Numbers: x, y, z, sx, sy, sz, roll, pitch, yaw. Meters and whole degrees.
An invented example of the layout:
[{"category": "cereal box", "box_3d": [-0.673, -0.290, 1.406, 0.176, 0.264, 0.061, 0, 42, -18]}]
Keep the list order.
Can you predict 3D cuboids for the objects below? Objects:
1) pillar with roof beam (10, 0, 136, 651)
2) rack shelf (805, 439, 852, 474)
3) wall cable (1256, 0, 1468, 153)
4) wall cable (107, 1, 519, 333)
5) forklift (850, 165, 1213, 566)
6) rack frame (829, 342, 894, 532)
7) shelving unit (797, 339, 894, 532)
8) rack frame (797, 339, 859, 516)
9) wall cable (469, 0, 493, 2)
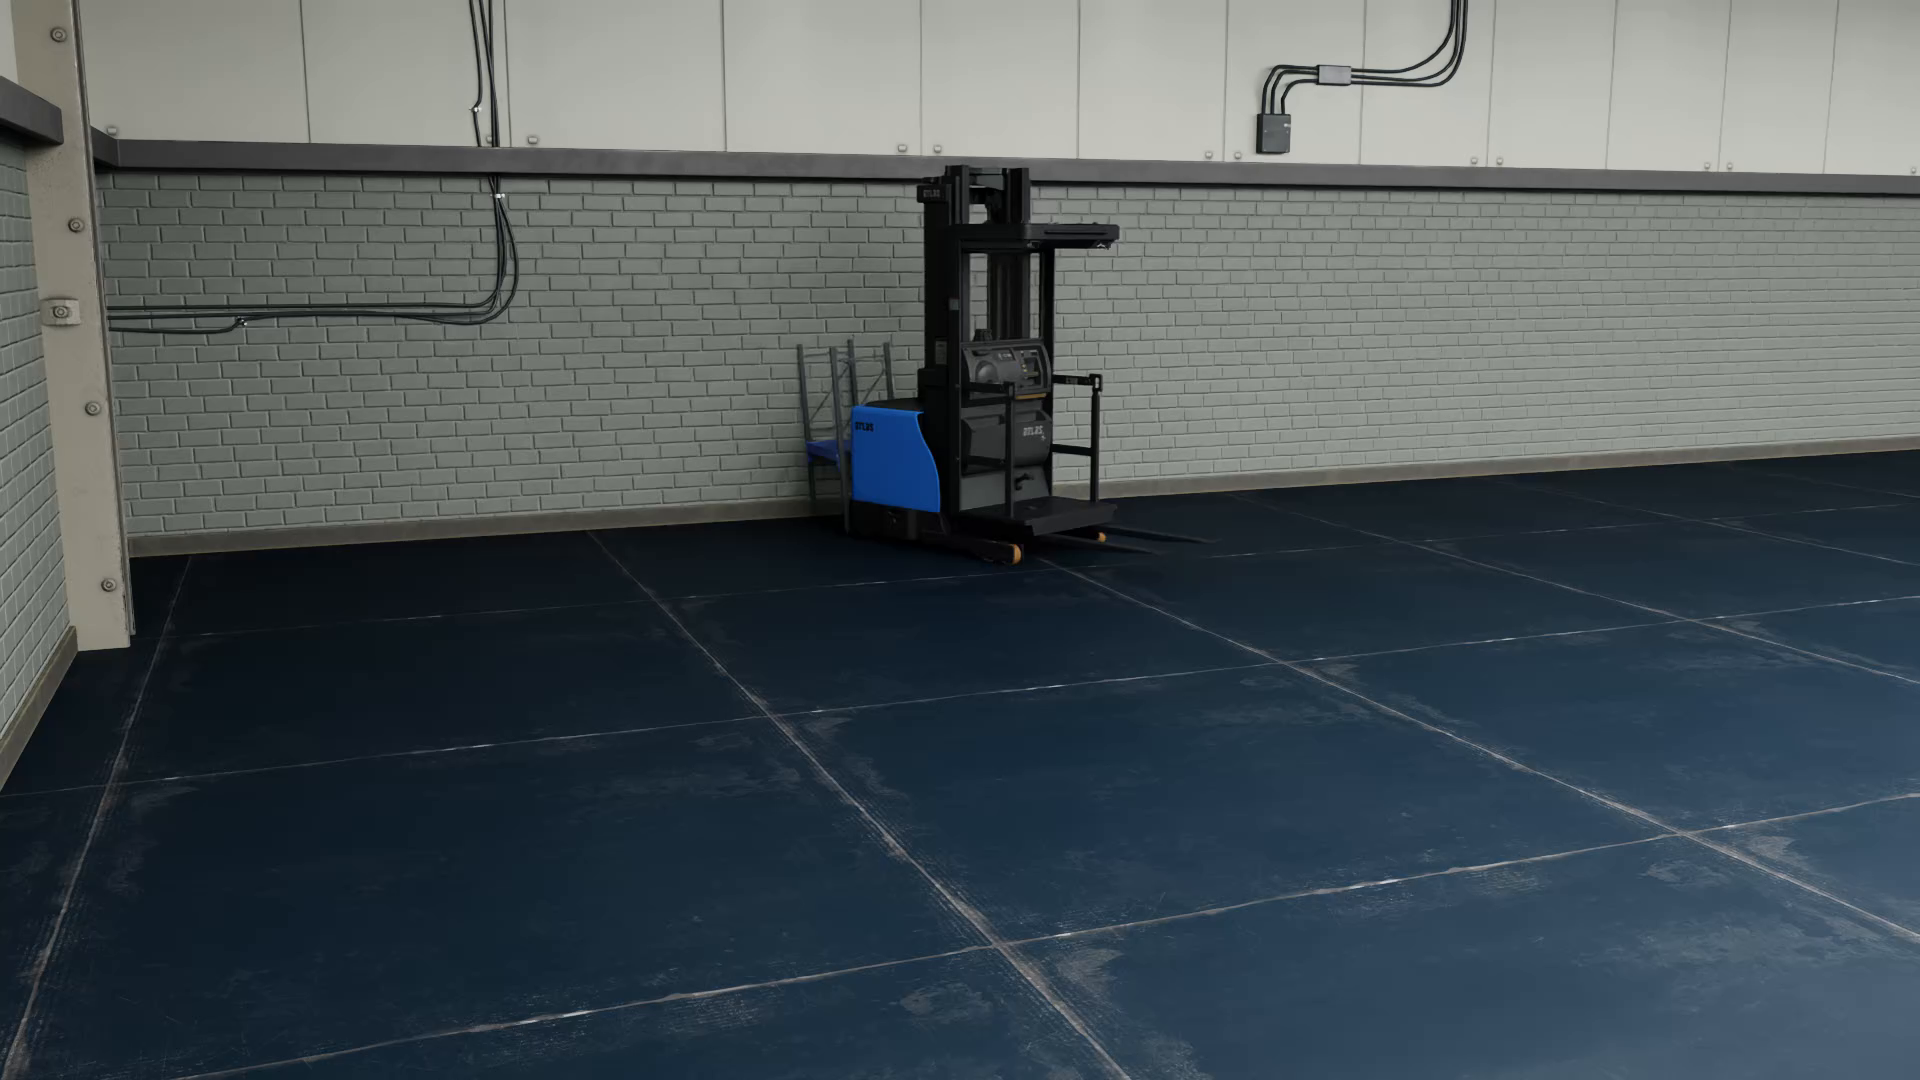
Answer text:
[{"category": "pillar with roof beam", "box_3d": [-1.126, -4.092, 10.729, 9.100, 9.000, 0.400, -4, 11, -21]}, {"category": "rack shelf", "box_3d": [-0.921, -0.732, 14.073, 0.538, 0.185, 1.000, -8, 10, -19]}, {"category": "wall cable", "box_3d": [3.880, -6.658, 15.443, 2.305, 6.003, 0.169, -4, 11, -21]}, {"category": "wall cable", "box_3d": [-4.973, -2.855, 12.641, 3.097, 2.526, 0.112, -4, 11, -21]}, {"category": "forklift", "box_3d": [0.517, -1.354, 12.663, 3.031, 2.935, 1.130, 10, 14, 43]}, {"category": "rack frame", "box_3d": [-0.757, -0.839, 13.571, 0.500, 1.500, 0.032, -8, 10, -19]}, {"category": "shelving unit", "box_3d": [-0.935, -0.908, 14.043, 0.538, 1.500, 1.048, -8, 10, -19]}, {"category": "rack frame", "box_3d": [-1.112, -0.977, 14.514, 0.500, 1.500, 0.032, -8, 10, -19]}, {"category": "wall cable", "box_3d": [-2.452, -5.513, 13.163, 3.097, 2.526, 0.112, -4, 11, -21]}]
